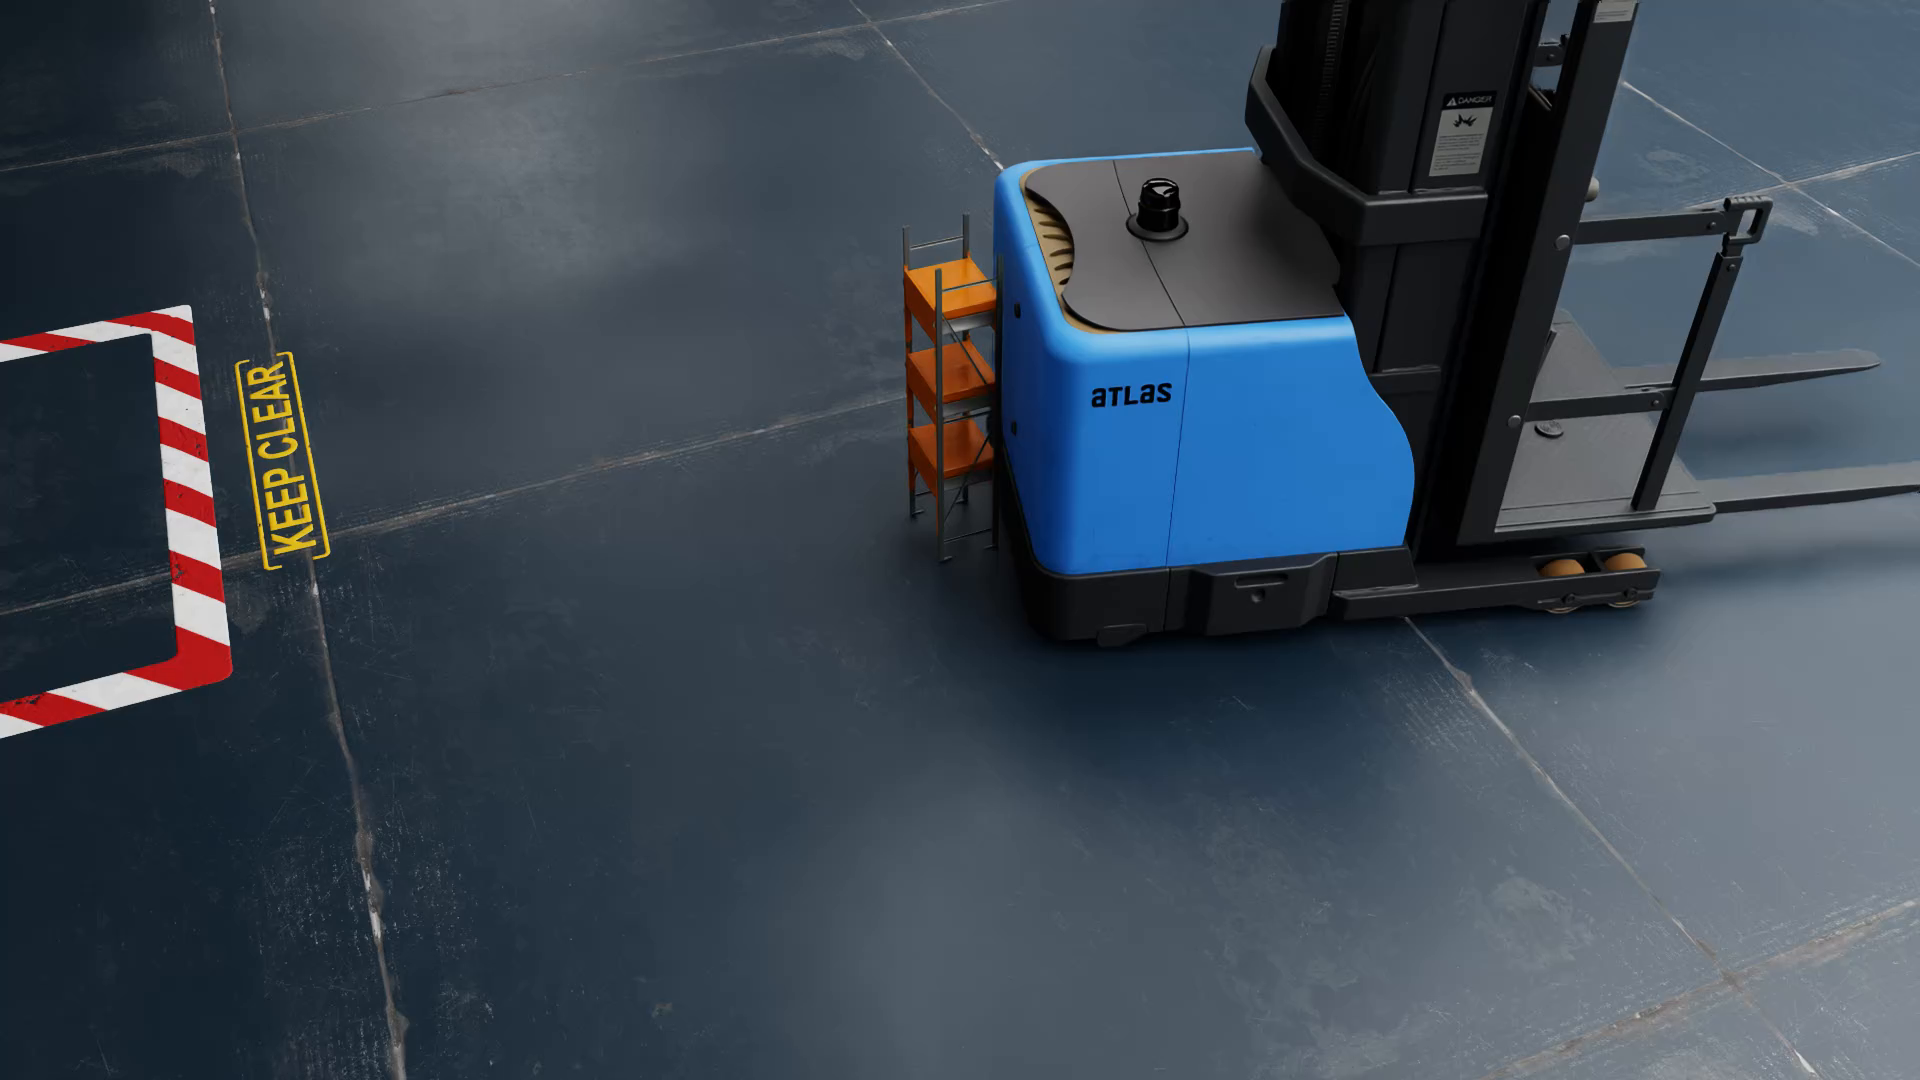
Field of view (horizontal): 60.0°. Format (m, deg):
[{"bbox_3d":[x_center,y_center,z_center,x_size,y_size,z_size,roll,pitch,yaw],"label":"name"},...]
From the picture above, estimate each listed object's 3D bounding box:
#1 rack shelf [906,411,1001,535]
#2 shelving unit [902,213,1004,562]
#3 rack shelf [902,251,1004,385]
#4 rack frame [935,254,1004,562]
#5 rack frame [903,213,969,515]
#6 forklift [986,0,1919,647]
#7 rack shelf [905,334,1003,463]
[{"bbox_3d":[-0.020,-0.212,5.133,0.215,0.259,0.240,-15,43,-17],"label":"rack shelf"},{"bbox_3d":[-0.020,-0.430,4.945,0.215,1.050,0.252,-15,43,-17],"label":"shelving unit"},{"bbox_3d":[-0.020,-0.637,4.767,0.215,0.259,0.240,-15,43,-17],"label":"rack shelf"},{"bbox_3d":[0.026,-0.357,4.860,0.200,1.050,0.008,-15,43,-17],"label":"rack frame"},{"bbox_3d":[-0.067,-0.504,5.031,0.200,1.050,0.008,-15,43,-17],"label":"rack frame"},{"bbox_3d":[1.646,-1.229,4.432,3.031,2.935,1.130,-5,41,-6],"label":"forklift"},{"bbox_3d":[-0.020,-0.422,4.952,0.215,0.259,0.240,-15,43,-17],"label":"rack shelf"}]
